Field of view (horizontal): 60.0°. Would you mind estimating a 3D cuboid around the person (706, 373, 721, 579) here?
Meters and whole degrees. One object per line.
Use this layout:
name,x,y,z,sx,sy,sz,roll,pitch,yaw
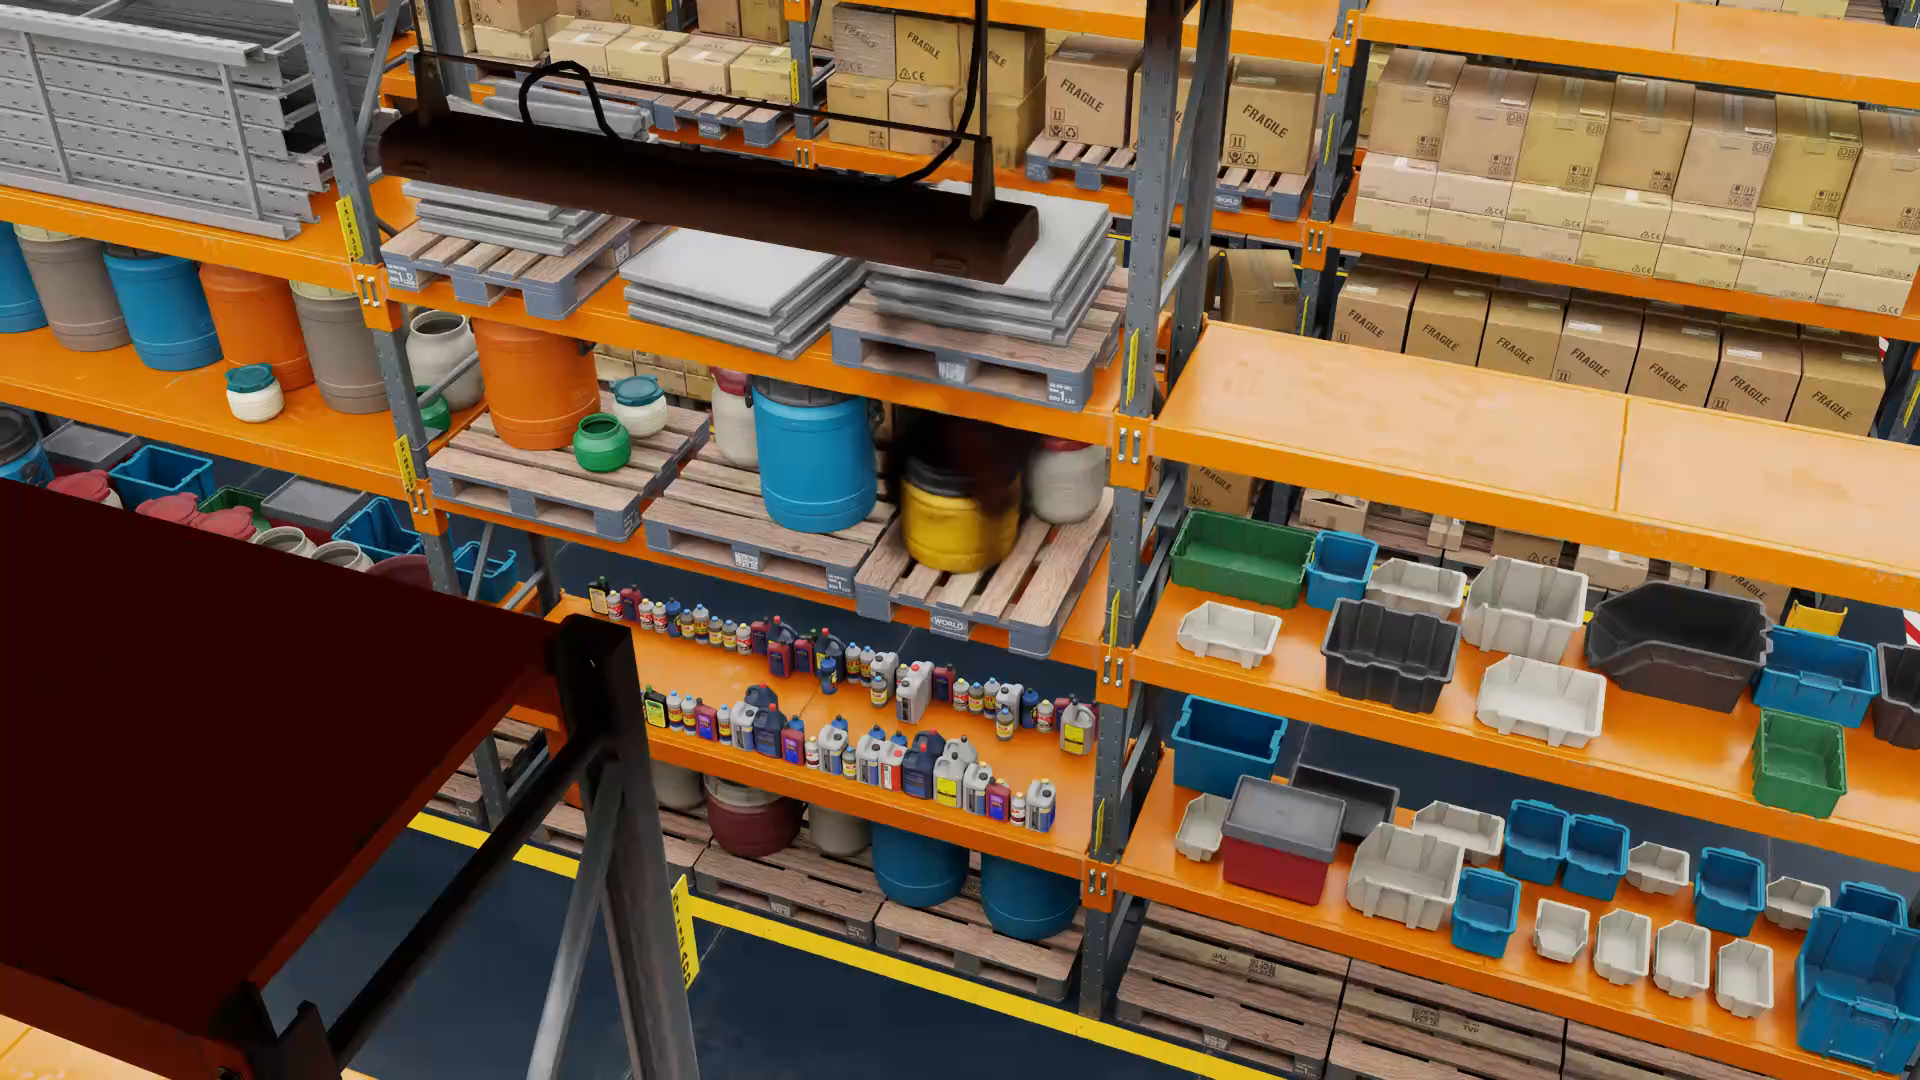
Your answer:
person,-1.600,-0.481,12.119,0.705,1.880,0.687,7,37,9
